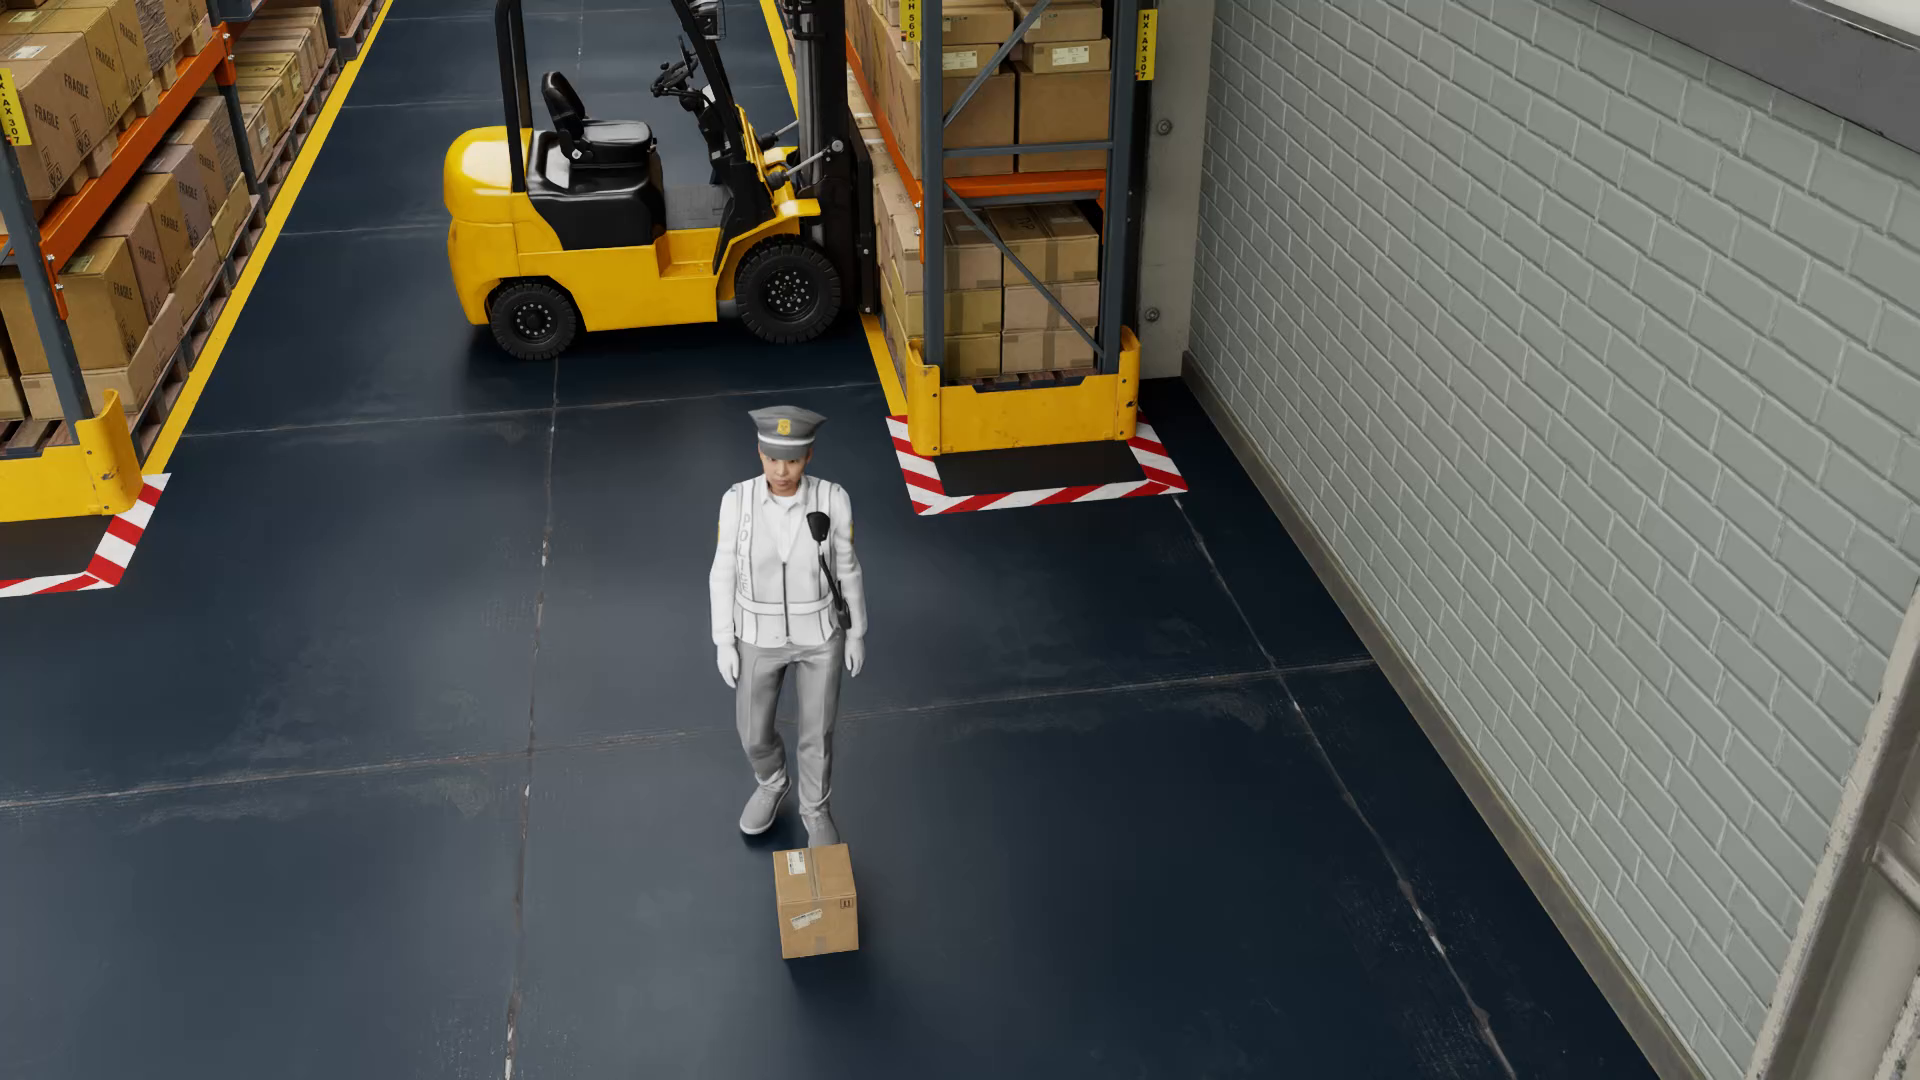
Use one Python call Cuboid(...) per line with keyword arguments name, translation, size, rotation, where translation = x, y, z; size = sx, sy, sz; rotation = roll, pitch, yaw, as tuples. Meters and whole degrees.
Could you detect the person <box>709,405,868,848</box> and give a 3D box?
Cuboid(name="person", translation=(-0.569, 0.310, 5.556), size=(0.505, 1.676, 0.421), rotation=(-2, 31, -3))
